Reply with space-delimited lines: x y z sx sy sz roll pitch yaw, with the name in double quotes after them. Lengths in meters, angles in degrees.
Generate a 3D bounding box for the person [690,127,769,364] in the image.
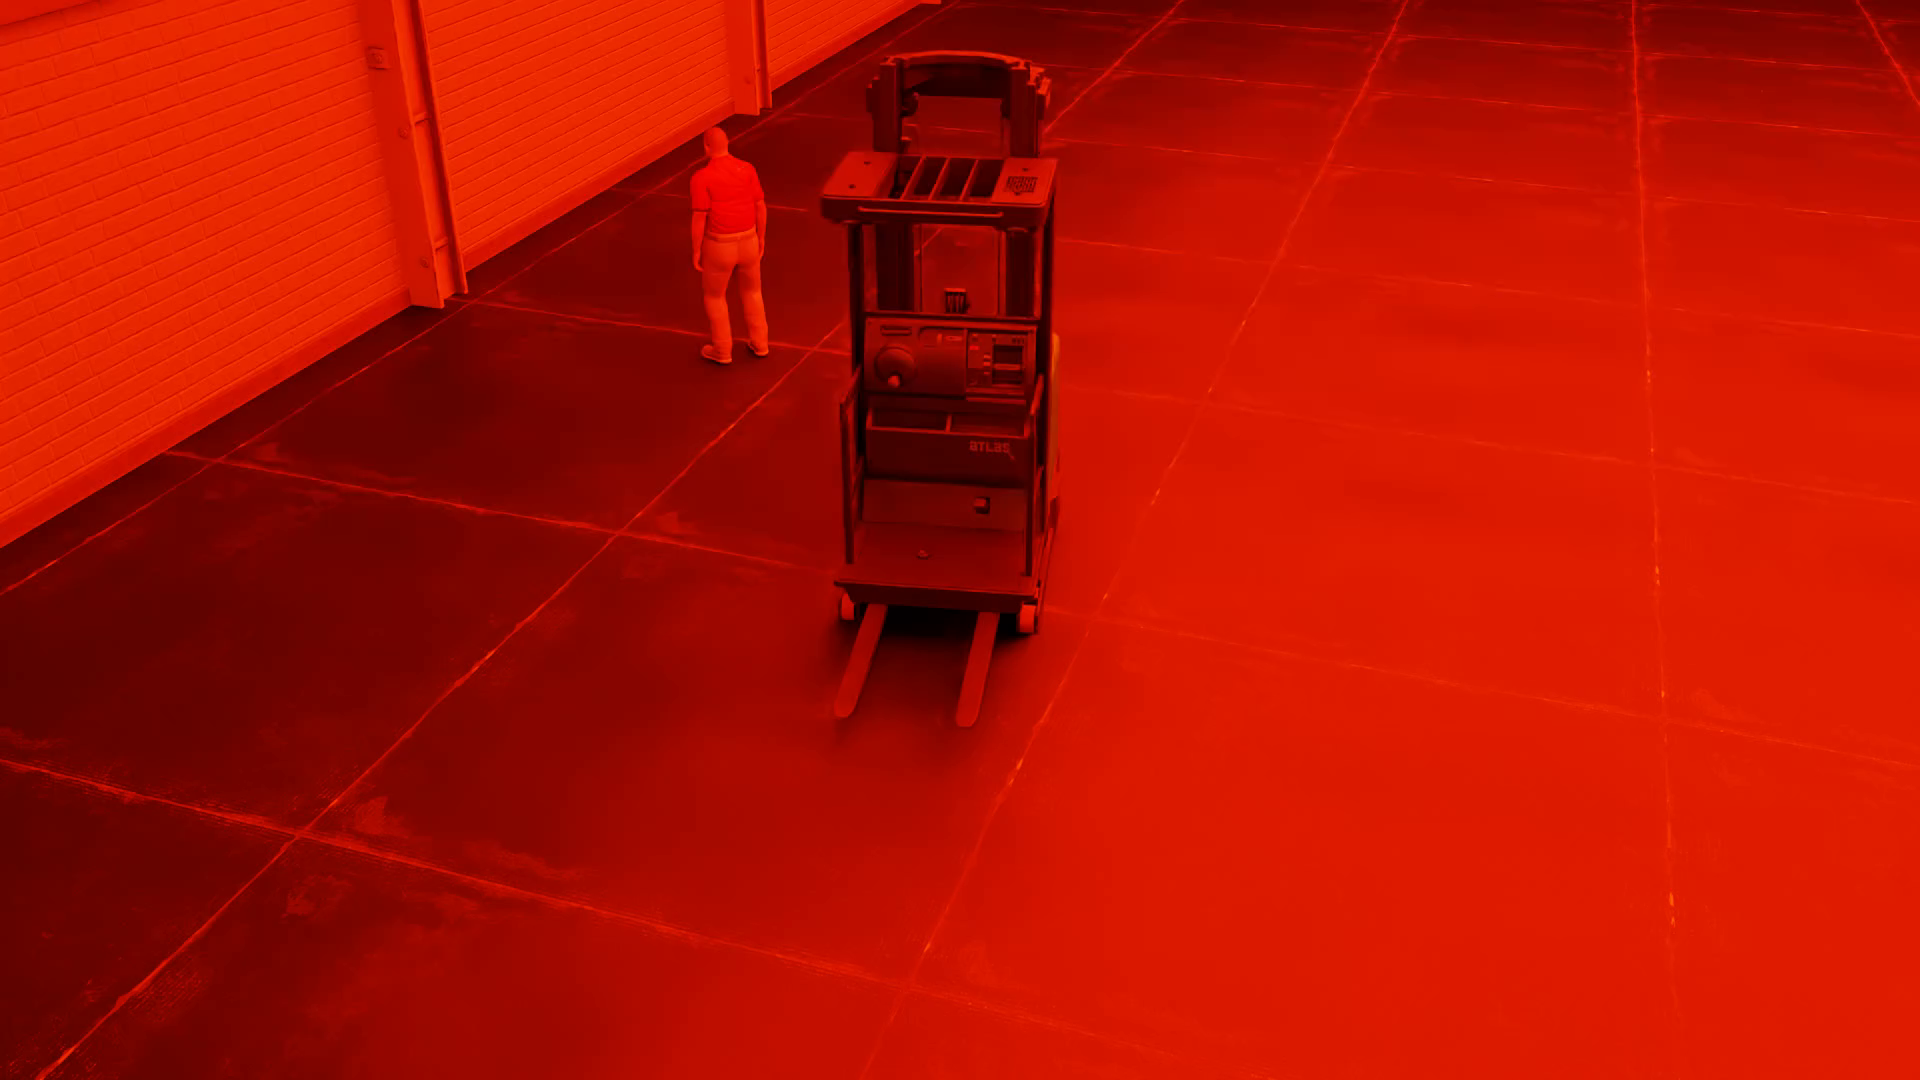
-1.685 -2.137 12.103 0.586 1.727 0.398 -17 34 -27 "person"

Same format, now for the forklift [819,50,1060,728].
-0.081 -0.938 8.781 1.130 2.935 3.031 4 30 7 "forklift"
